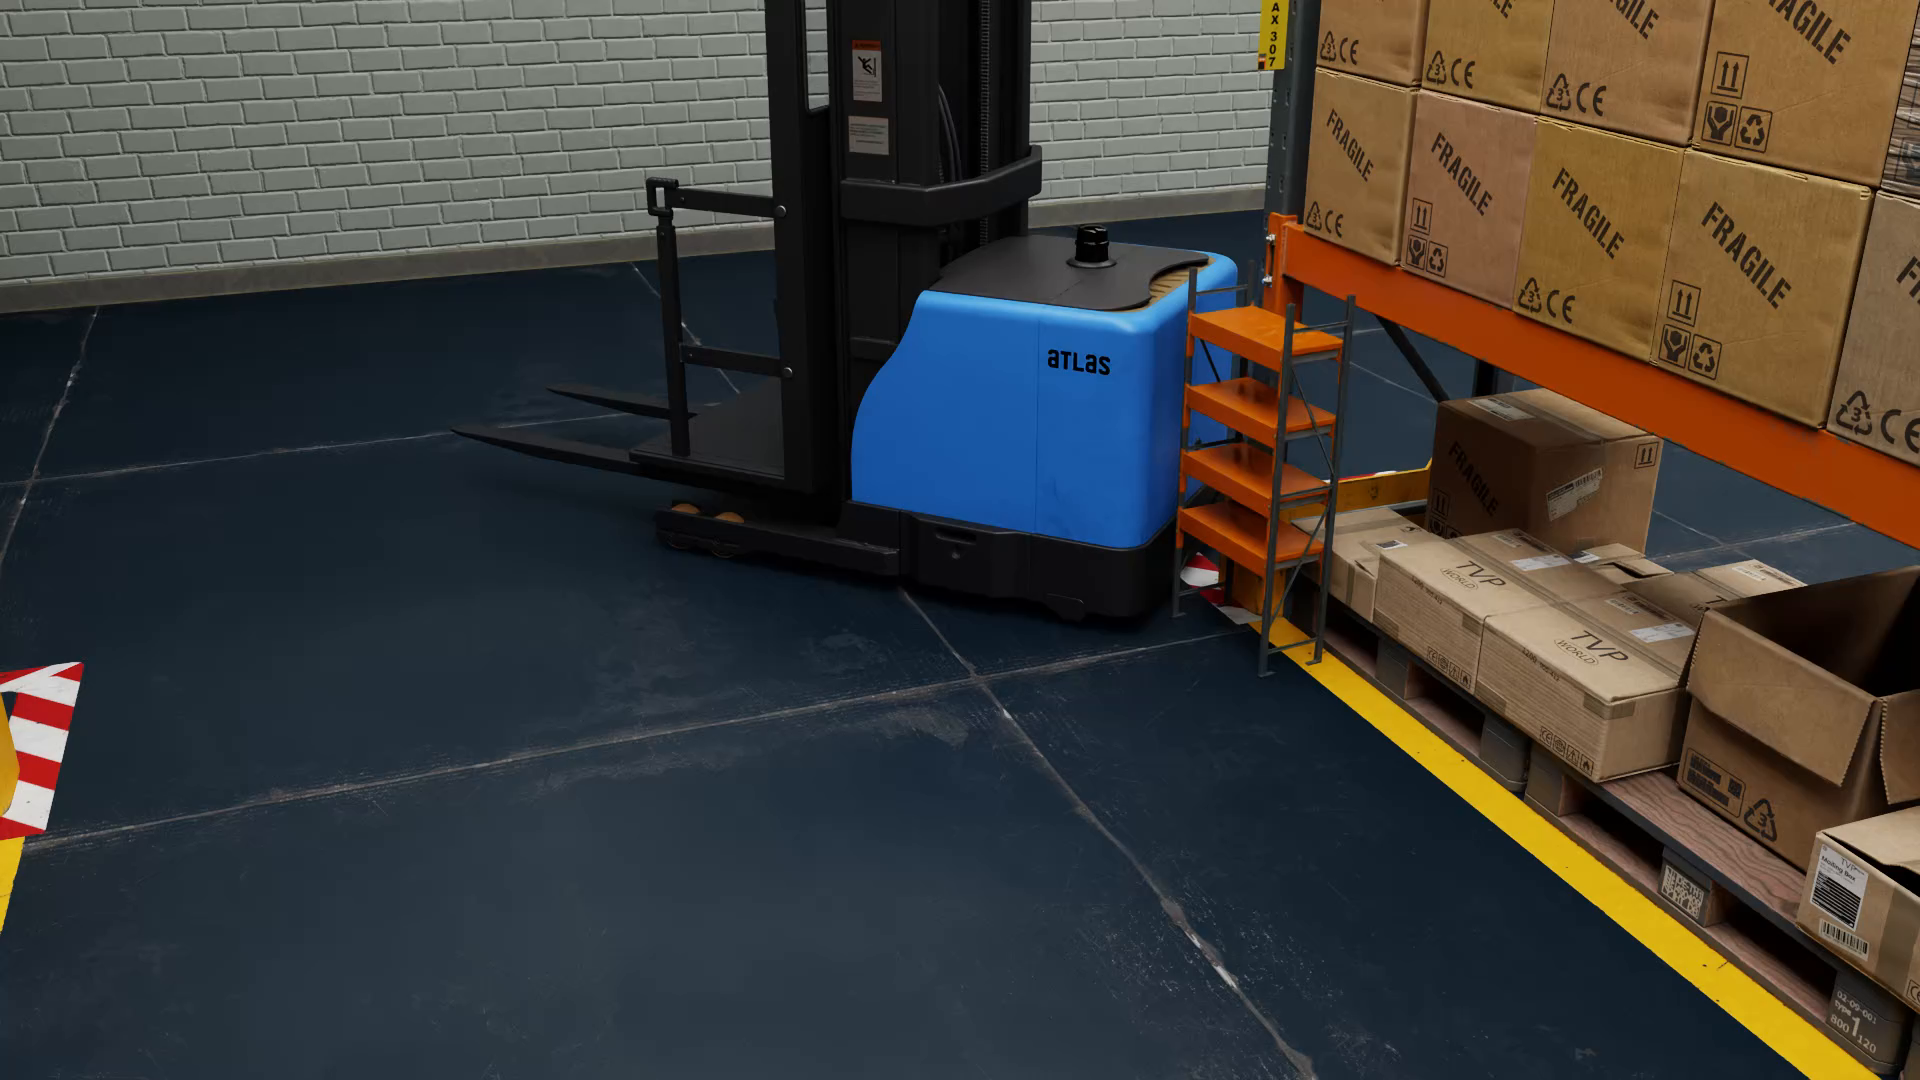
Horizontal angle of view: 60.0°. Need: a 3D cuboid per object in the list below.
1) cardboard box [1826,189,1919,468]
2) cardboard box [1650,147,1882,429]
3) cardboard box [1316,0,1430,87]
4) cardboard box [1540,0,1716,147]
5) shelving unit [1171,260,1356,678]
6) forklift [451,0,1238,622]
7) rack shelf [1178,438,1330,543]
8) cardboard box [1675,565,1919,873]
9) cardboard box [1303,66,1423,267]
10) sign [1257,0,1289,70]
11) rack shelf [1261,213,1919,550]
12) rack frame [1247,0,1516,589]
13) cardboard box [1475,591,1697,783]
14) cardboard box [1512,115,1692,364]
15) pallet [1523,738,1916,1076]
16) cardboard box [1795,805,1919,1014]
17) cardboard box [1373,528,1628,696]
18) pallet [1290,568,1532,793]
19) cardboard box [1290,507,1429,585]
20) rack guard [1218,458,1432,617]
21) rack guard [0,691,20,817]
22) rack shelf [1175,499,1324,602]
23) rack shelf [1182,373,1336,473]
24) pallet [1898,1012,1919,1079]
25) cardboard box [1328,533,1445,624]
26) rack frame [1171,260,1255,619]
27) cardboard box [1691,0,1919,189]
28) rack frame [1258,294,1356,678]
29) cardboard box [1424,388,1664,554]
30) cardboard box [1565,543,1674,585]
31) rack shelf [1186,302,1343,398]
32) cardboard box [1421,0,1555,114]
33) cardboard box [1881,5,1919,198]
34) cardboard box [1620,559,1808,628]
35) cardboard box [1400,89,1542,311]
[{"bbox_3d":[2.102,-0.396,3.199,0.500,0.500,0.500,-8,24,-18],"label":"cardboard box"},{"bbox_3d":[1.920,-0.581,3.637,0.500,0.500,0.500,-8,24,-18],"label":"cardboard box"},{"bbox_3d":[1.383,-1.593,4.751,0.500,0.500,0.500,-8,24,-17],"label":"cardboard box"},{"bbox_3d":[1.747,-1.221,3.870,0.500,0.500,0.500,-8,24,-18],"label":"cardboard box"},{"bbox_3d":[0.935,-0.227,5.243,0.258,1.200,0.503,-11,25,-25],"label":"shelving unit"},{"bbox_3d":[-0.561,-1.456,5.930,3.031,2.935,1.130,11,25,24],"label":"forklift"},{"bbox_3d":[0.935,-0.165,5.269,0.258,0.148,0.480,-11,25,-25],"label":"rack shelf"},{"bbox_3d":[2.217,0.436,4.002,0.797,0.503,0.637,-8,24,-19],"label":"cardboard box"},{"bbox_3d":[1.383,-1.132,4.945,0.500,0.500,0.500,-8,24,-18],"label":"cardboard box"},{"bbox_3d":[0.965,-1.608,5.088,0.100,0.325,0.005,-8,24,-19],"label":"sign"},{"bbox_3d":[2.179,-0.225,3.848,1.077,0.370,4.000,-8,24,-19],"label":"rack shelf"},{"bbox_3d":[1.473,-1.283,5.433,1.000,3.000,0.127,-8,24,-19],"label":"rack frame"},{"bbox_3d":[1.753,0.381,4.458,0.500,0.250,0.500,-8,24,-19],"label":"cardboard box"},{"bbox_3d":[1.745,-0.763,4.068,0.500,0.500,0.500,-8,24,-19],"label":"cardboard box"},{"bbox_3d":[2.210,0.761,4.172,1.003,0.211,1.213,-8,24,-19],"label":"pallet"},{"bbox_3d":[2.154,0.766,3.467,0.500,0.311,0.500,-8,24,-19],"label":"cardboard box"},{"bbox_3d":[1.576,0.199,4.889,0.500,0.250,0.500,-8,24,-19],"label":"cardboard box"},{"bbox_3d":[1.782,0.319,5.222,1.003,0.211,1.213,-8,24,-19],"label":"pallet"},{"bbox_3d":[1.299,0.027,5.428,0.380,0.149,0.250,-8,24,-19],"label":"cardboard box"},{"bbox_3d":[1.500,-0.104,5.853,1.175,0.500,0.348,-8,24,-19],"label":"rack guard"},{"bbox_3d":[-3.169,0.541,4.323,1.175,0.500,0.348,-8,24,-19],"label":"rack guard"},{"bbox_3d":[0.935,0.018,5.346,0.258,0.148,0.480,-11,25,-25],"label":"rack shelf"},{"bbox_3d":[0.935,-0.371,5.182,0.258,0.148,0.480,-11,25,-25],"label":"rack shelf"},{"bbox_3d":[2.644,1.205,3.118,1.003,0.211,1.213,-8,24,-19],"label":"pallet"},{"bbox_3d":[1.388,0.110,5.209,0.380,0.166,0.250,-8,24,-19],"label":"cardboard box"},{"bbox_3d":[0.823,-0.311,5.443,0.240,1.200,0.015,-11,25,-25],"label":"rack frame"},{"bbox_3d":[1.927,-1.037,3.432,0.500,0.500,0.500,-9,24,-19],"label":"cardboard box"},{"bbox_3d":[1.046,-0.142,5.043,0.240,1.200,0.015,-11,25,-25],"label":"rack frame"},{"bbox_3d":[1.895,-0.170,5.444,0.500,0.500,0.500,-8,24,-19],"label":"cardboard box"},{"bbox_3d":[1.954,0.143,5.131,0.380,0.166,0.250,-8,24,-19],"label":"cardboard box"},{"bbox_3d":[0.934,-0.589,5.090,0.258,0.148,0.480,-11,25,-25],"label":"rack shelf"},{"bbox_3d":[1.575,-1.404,4.303,0.500,0.500,0.500,-8,24,-18],"label":"cardboard box"},{"bbox_3d":[2.104,-0.854,2.998,0.500,0.500,0.500,-8,24,-19],"label":"cardboard box"},{"bbox_3d":[2.203,0.294,4.664,0.500,0.250,0.500,-8,24,-19],"label":"cardboard box"},{"bbox_3d":[1.570,-0.945,4.502,0.500,0.500,0.500,-9,24,-20],"label":"cardboard box"}]
